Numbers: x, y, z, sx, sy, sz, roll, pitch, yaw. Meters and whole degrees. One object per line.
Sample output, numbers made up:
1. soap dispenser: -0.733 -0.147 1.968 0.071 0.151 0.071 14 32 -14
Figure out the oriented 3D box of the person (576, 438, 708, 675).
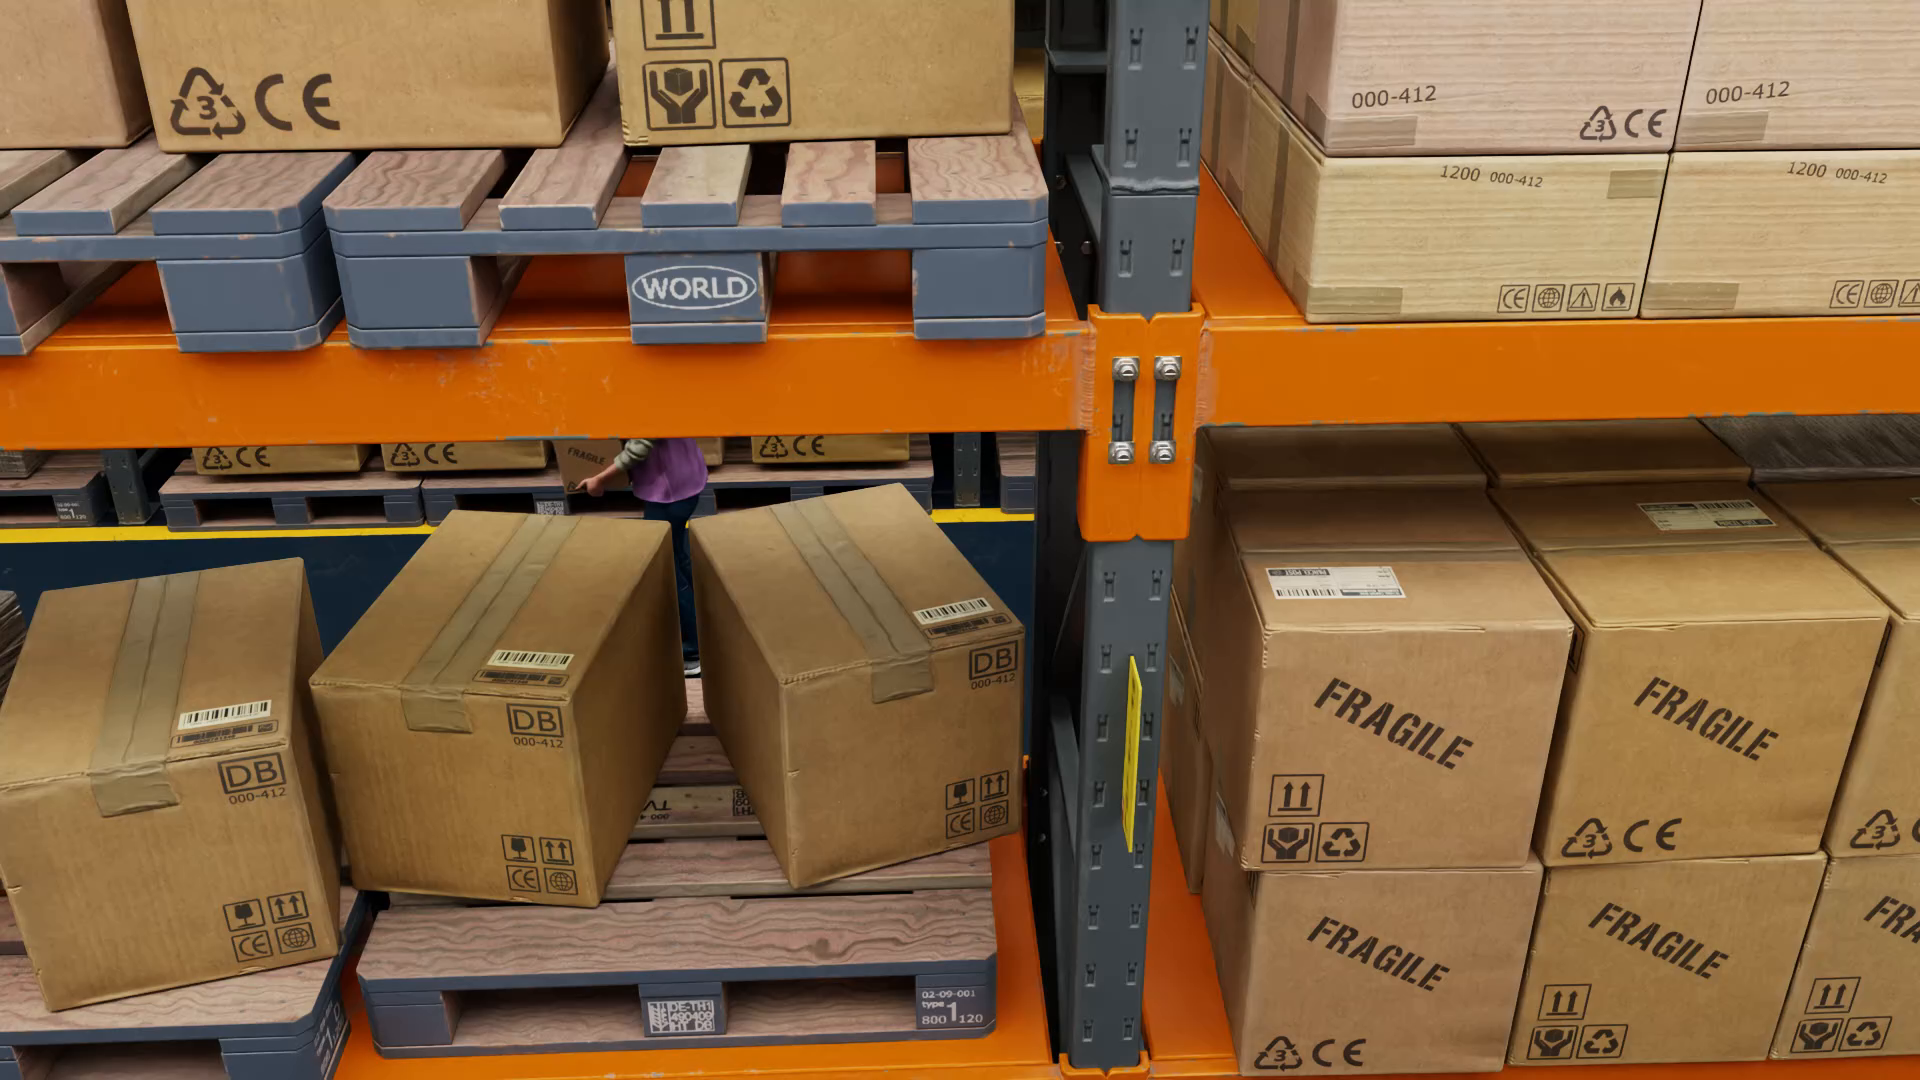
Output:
1. person: -1.227 -0.198 6.510 0.493 1.589 0.408 -1 28 -3
